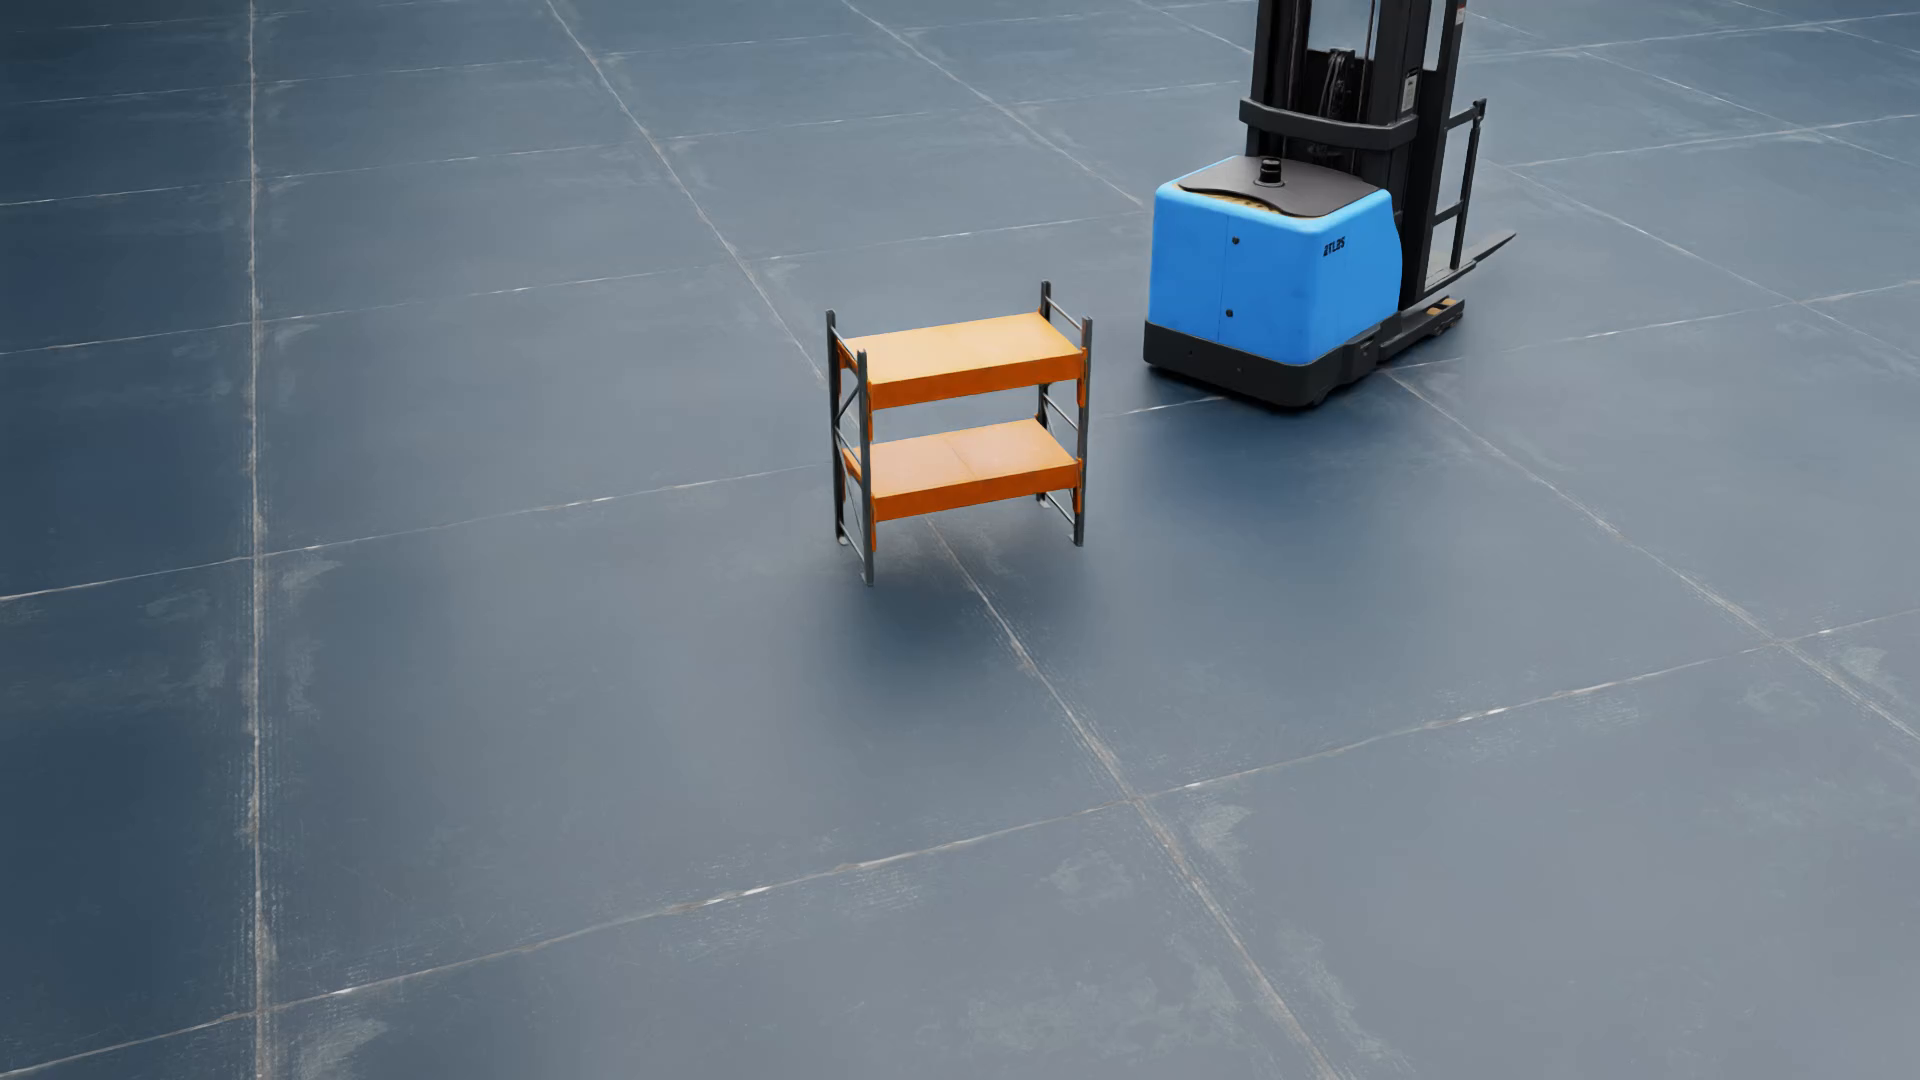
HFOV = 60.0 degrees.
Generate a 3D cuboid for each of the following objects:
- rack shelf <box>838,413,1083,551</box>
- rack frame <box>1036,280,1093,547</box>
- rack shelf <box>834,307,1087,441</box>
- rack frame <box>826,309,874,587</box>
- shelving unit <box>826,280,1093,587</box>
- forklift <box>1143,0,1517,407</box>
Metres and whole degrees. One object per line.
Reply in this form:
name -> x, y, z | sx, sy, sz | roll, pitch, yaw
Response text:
rack shelf -> -0.006, -0.275, 7.591 | 1.000, 0.278, 0.538 | -10, 31, -18
rack frame -> 0.470, -0.575, 7.624 | 0.032, 1.125, 0.500 | -10, 31, -18
rack shelf -> -0.006, -0.742, 7.325 | 1.000, 0.278, 0.538 | -10, 31, -18
rack frame -> -0.483, -0.400, 7.315 | 0.032, 1.125, 0.500 | -10, 31, -18
shelving unit -> -0.006, -0.488, 7.470 | 1.048, 1.125, 0.538 | -10, 31, -18
forklift -> 2.380, -2.631, 9.407 | 1.130, 2.935, 3.031 | 23, 37, 35
